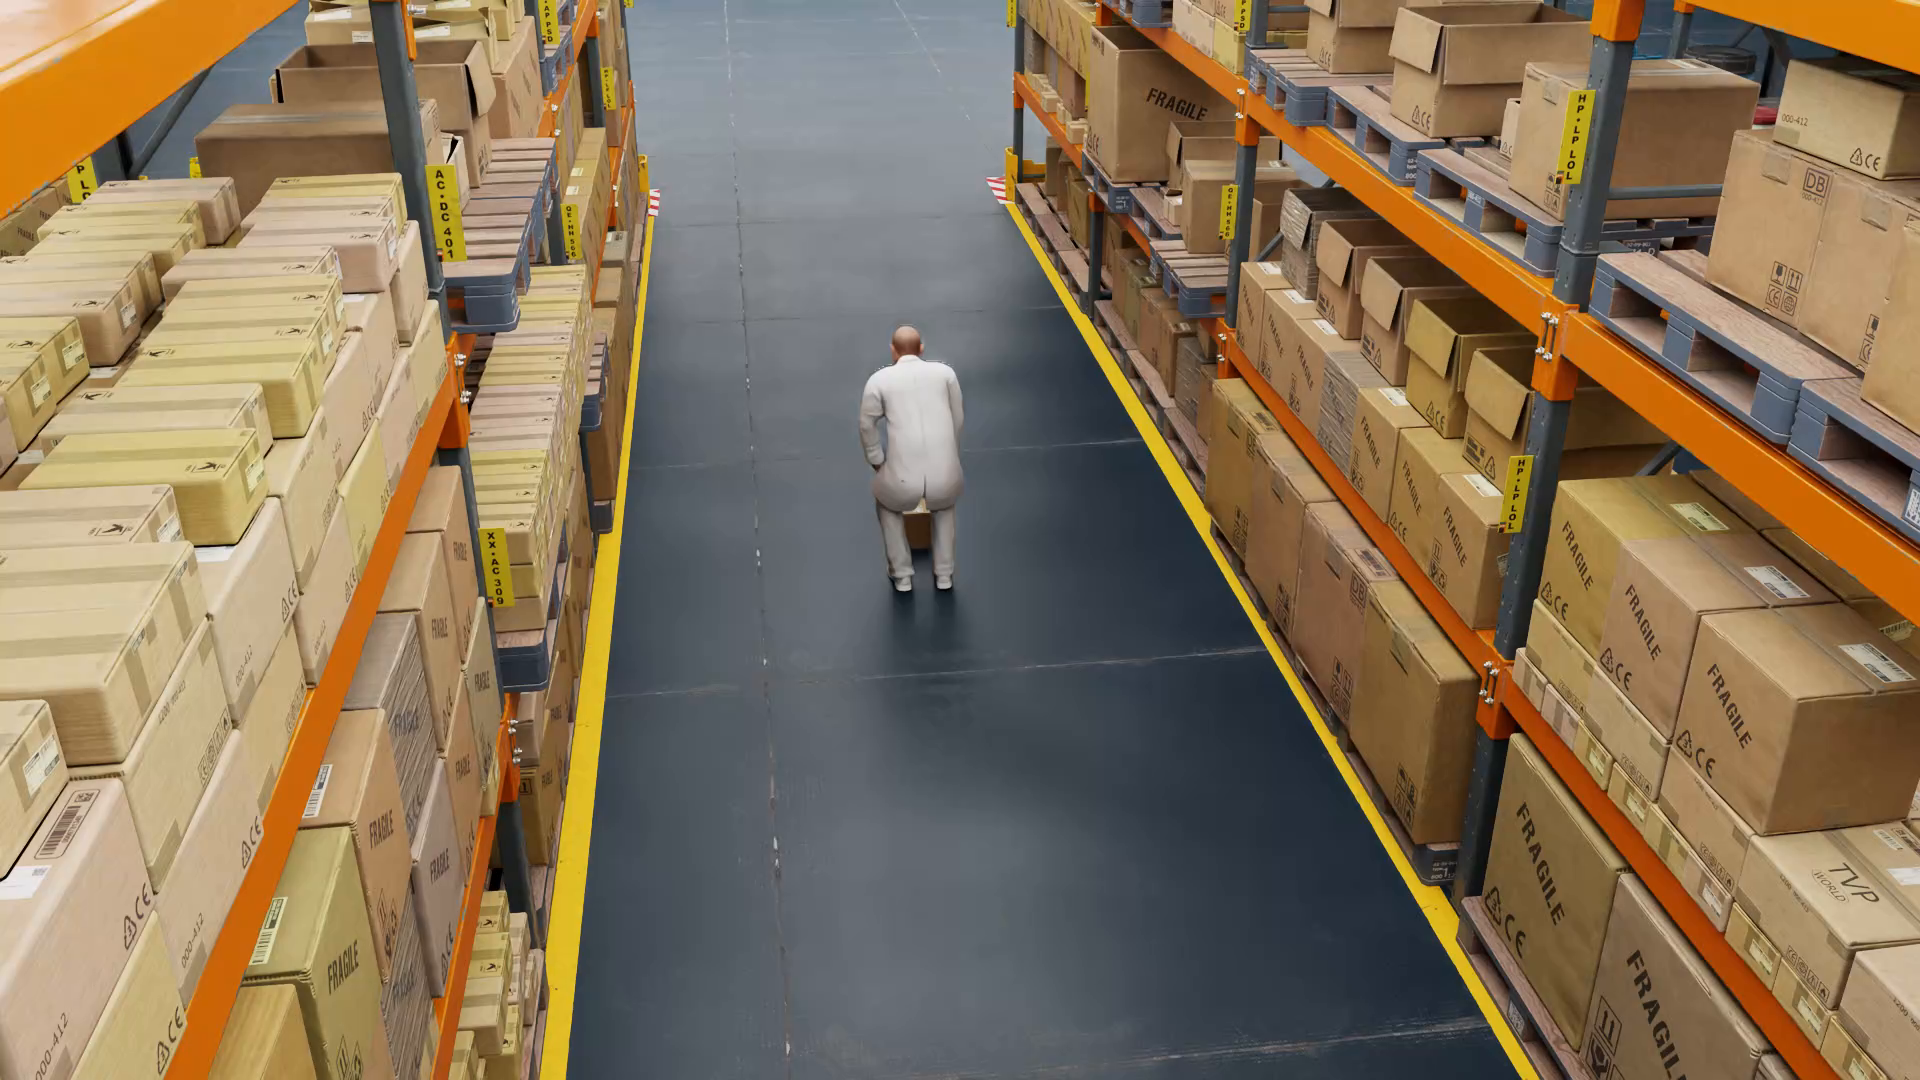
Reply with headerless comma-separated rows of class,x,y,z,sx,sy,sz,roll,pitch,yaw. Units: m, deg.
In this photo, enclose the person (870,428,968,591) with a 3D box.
person,-0.263,-0.221,10.087,0.593,0.897,0.952,-5,27,-9
